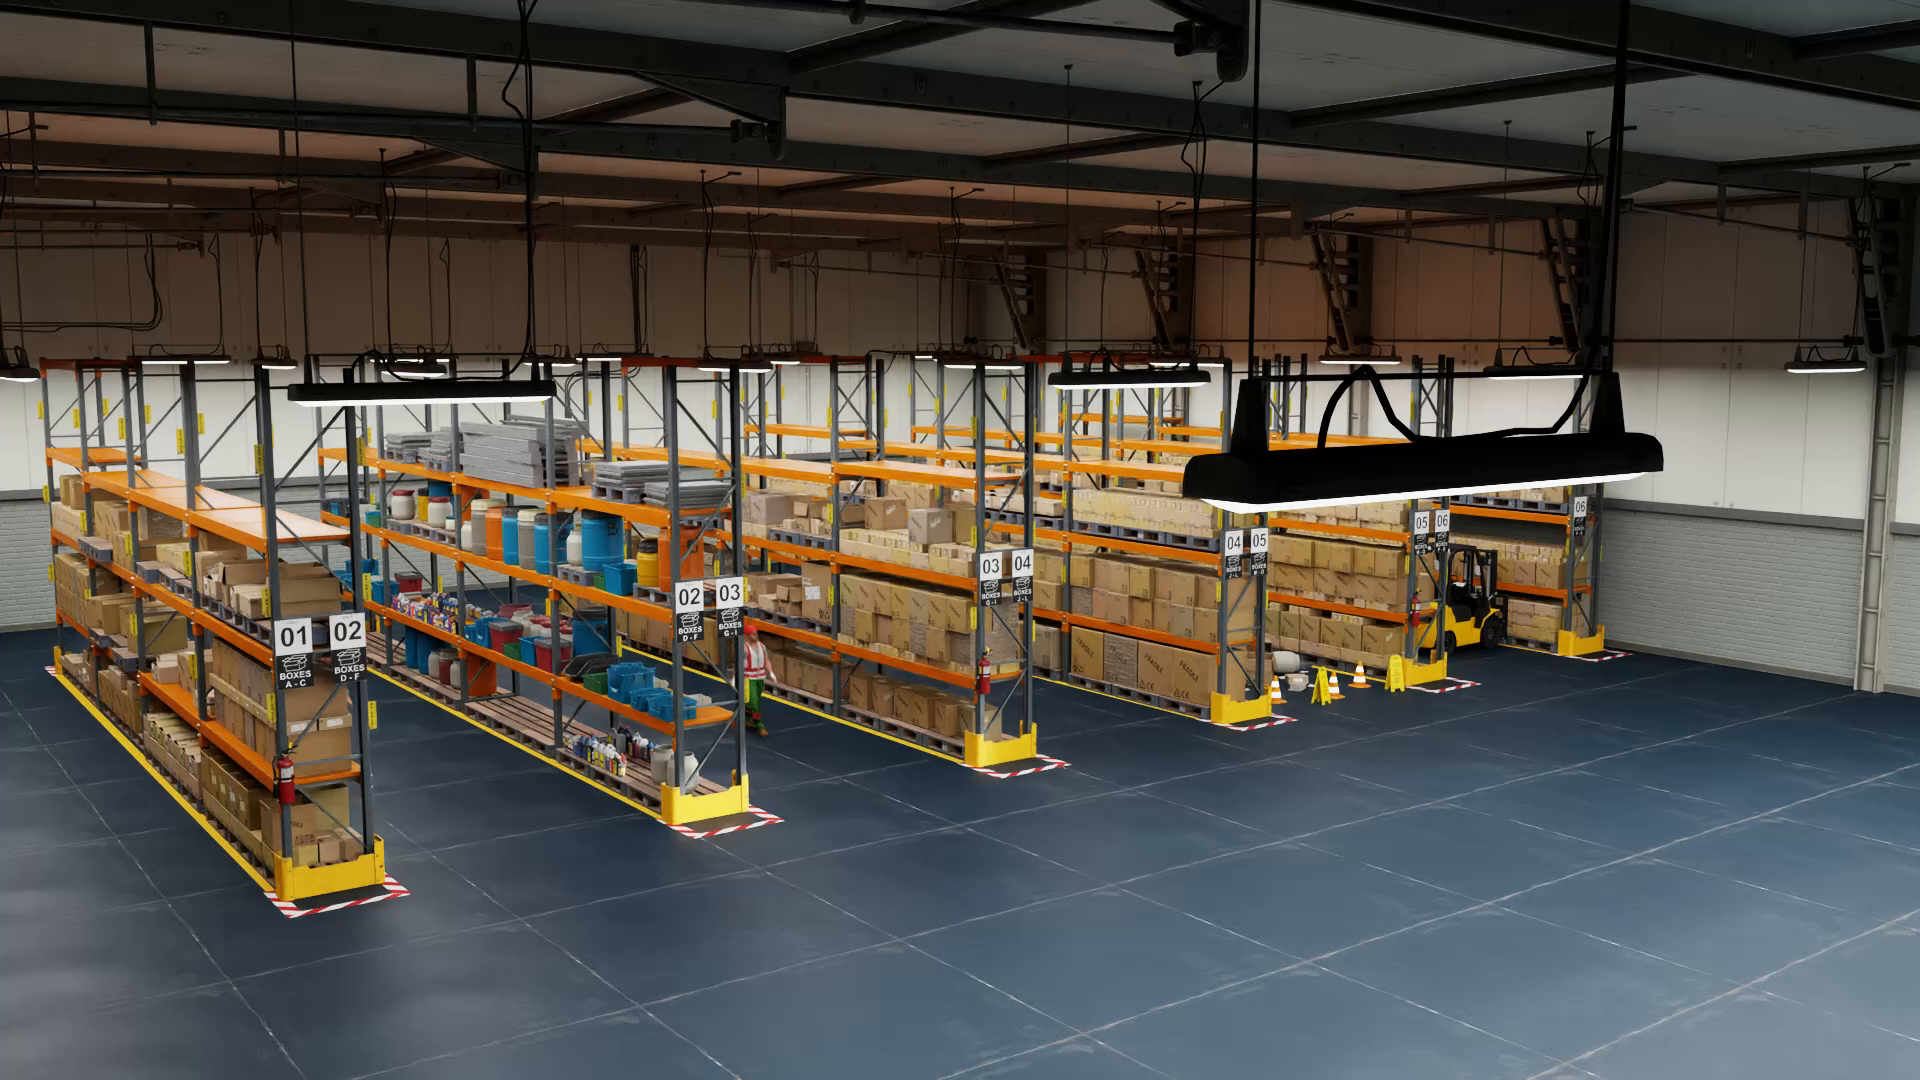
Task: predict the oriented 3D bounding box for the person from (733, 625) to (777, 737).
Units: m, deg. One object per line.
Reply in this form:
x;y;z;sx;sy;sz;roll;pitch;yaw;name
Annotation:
-3.282;2.233;26.757;0.613;1.719;1.050;-6;9;-41;person

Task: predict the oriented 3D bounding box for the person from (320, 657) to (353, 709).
-9.595;2.460;25.259;1.079;1.659;0.615;7;10;44;person
